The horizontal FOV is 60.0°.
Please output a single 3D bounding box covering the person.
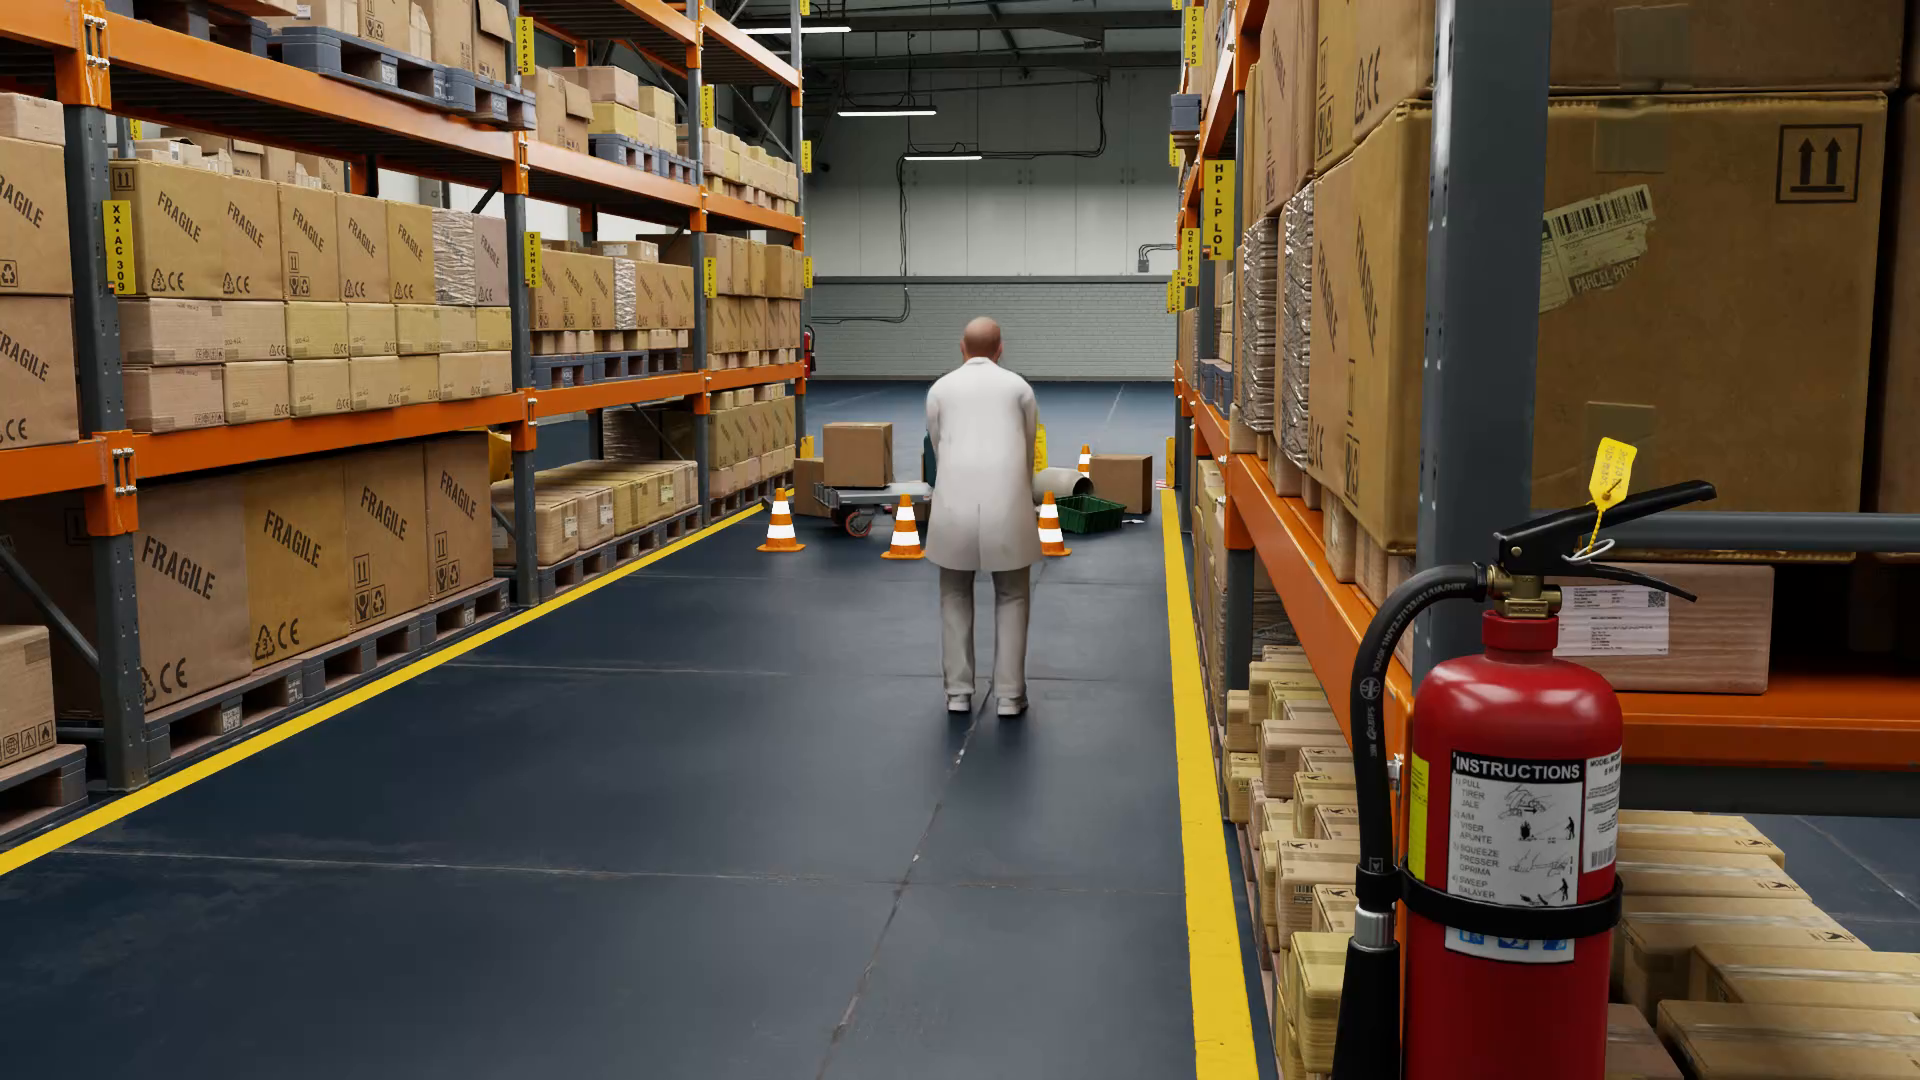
[{"bbox_3d":[0.114,-0.118,7.406,0.529,1.744,0.598,1,7,6],"label":"person"}]
